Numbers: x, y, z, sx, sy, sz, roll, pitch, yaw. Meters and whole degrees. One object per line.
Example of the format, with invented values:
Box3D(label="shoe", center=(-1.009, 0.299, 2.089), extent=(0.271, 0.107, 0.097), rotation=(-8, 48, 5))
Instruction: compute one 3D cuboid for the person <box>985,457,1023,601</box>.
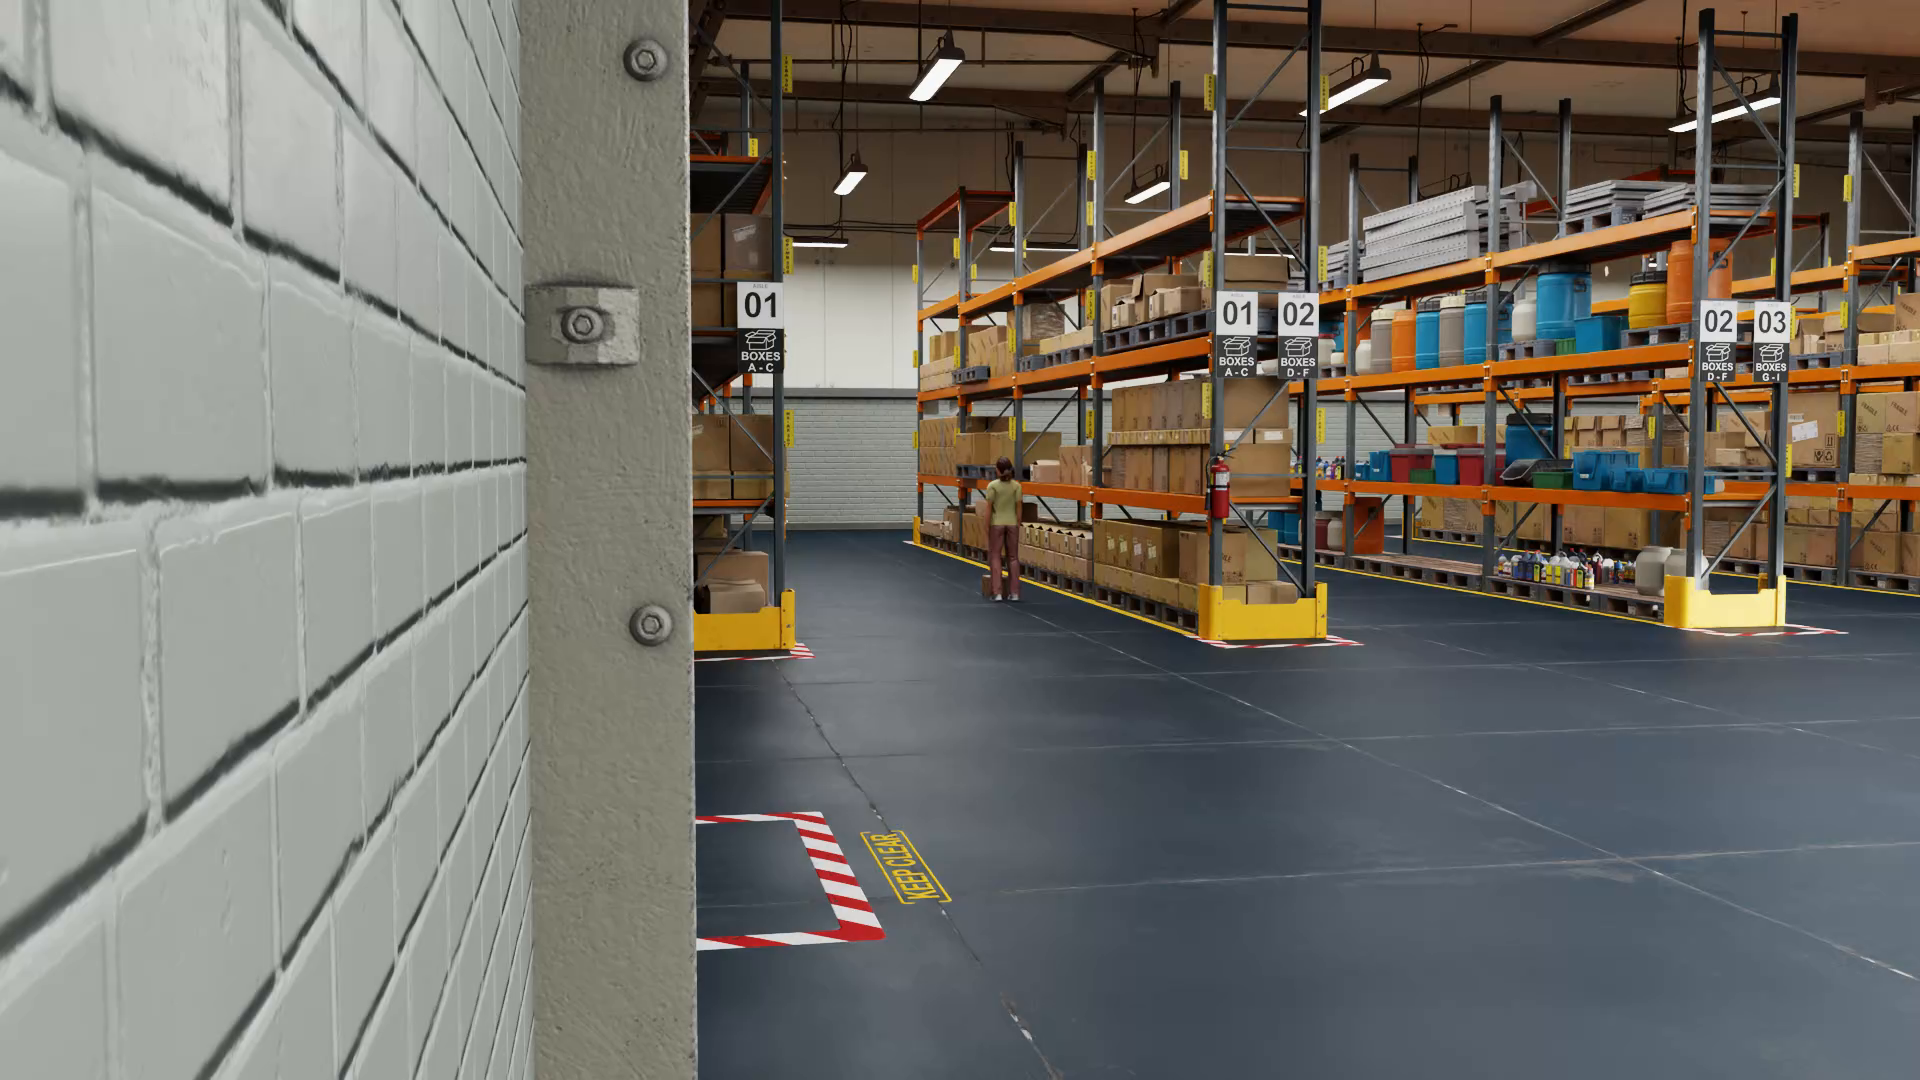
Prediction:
Box3D(label="person", center=(0.502, -0.124, 19.244), extent=(0.441, 1.678, 0.361), rotation=(-1, 3, -10))
